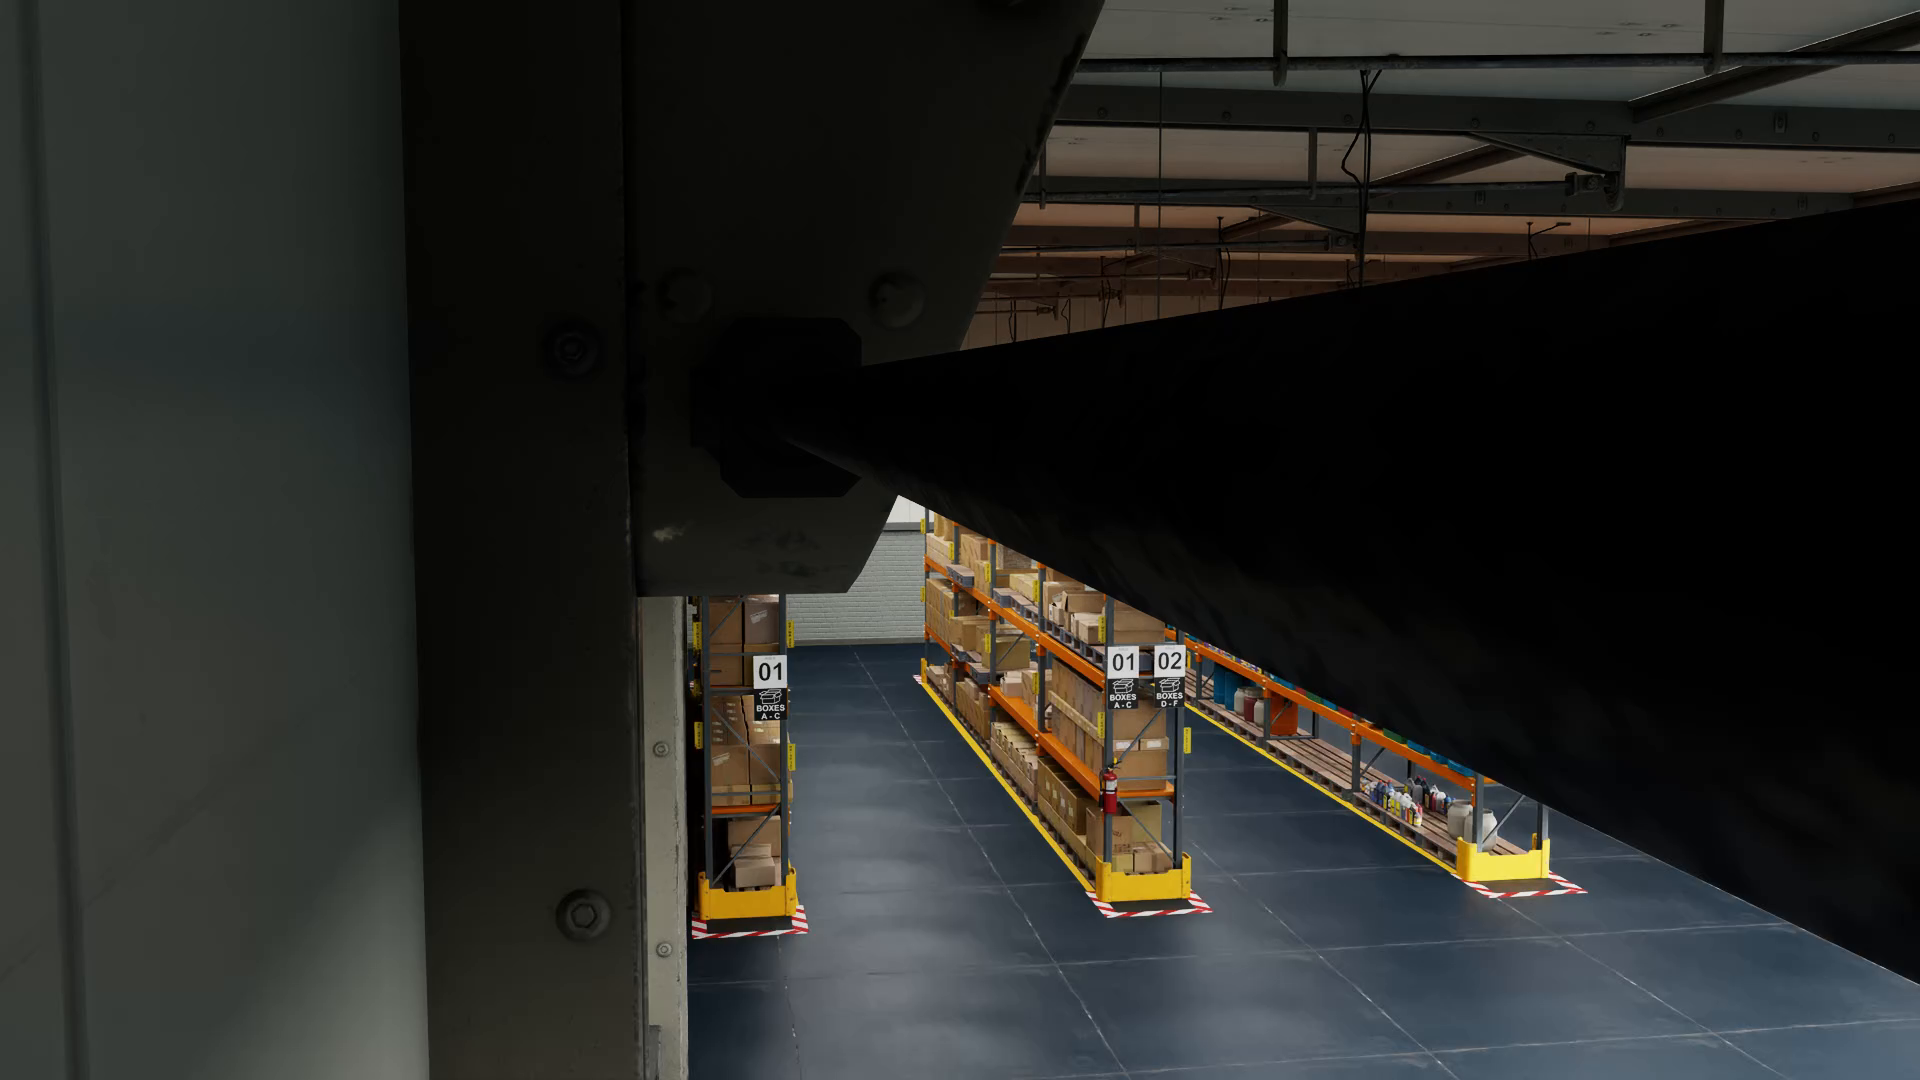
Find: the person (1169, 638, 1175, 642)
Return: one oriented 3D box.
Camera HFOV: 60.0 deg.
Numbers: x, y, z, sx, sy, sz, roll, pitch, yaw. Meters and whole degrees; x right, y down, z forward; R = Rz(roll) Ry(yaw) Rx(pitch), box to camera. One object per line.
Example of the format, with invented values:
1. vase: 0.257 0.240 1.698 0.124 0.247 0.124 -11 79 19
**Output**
1. person: 4.873 1.955 40.095 1.010 1.769 0.660 1 5 13
